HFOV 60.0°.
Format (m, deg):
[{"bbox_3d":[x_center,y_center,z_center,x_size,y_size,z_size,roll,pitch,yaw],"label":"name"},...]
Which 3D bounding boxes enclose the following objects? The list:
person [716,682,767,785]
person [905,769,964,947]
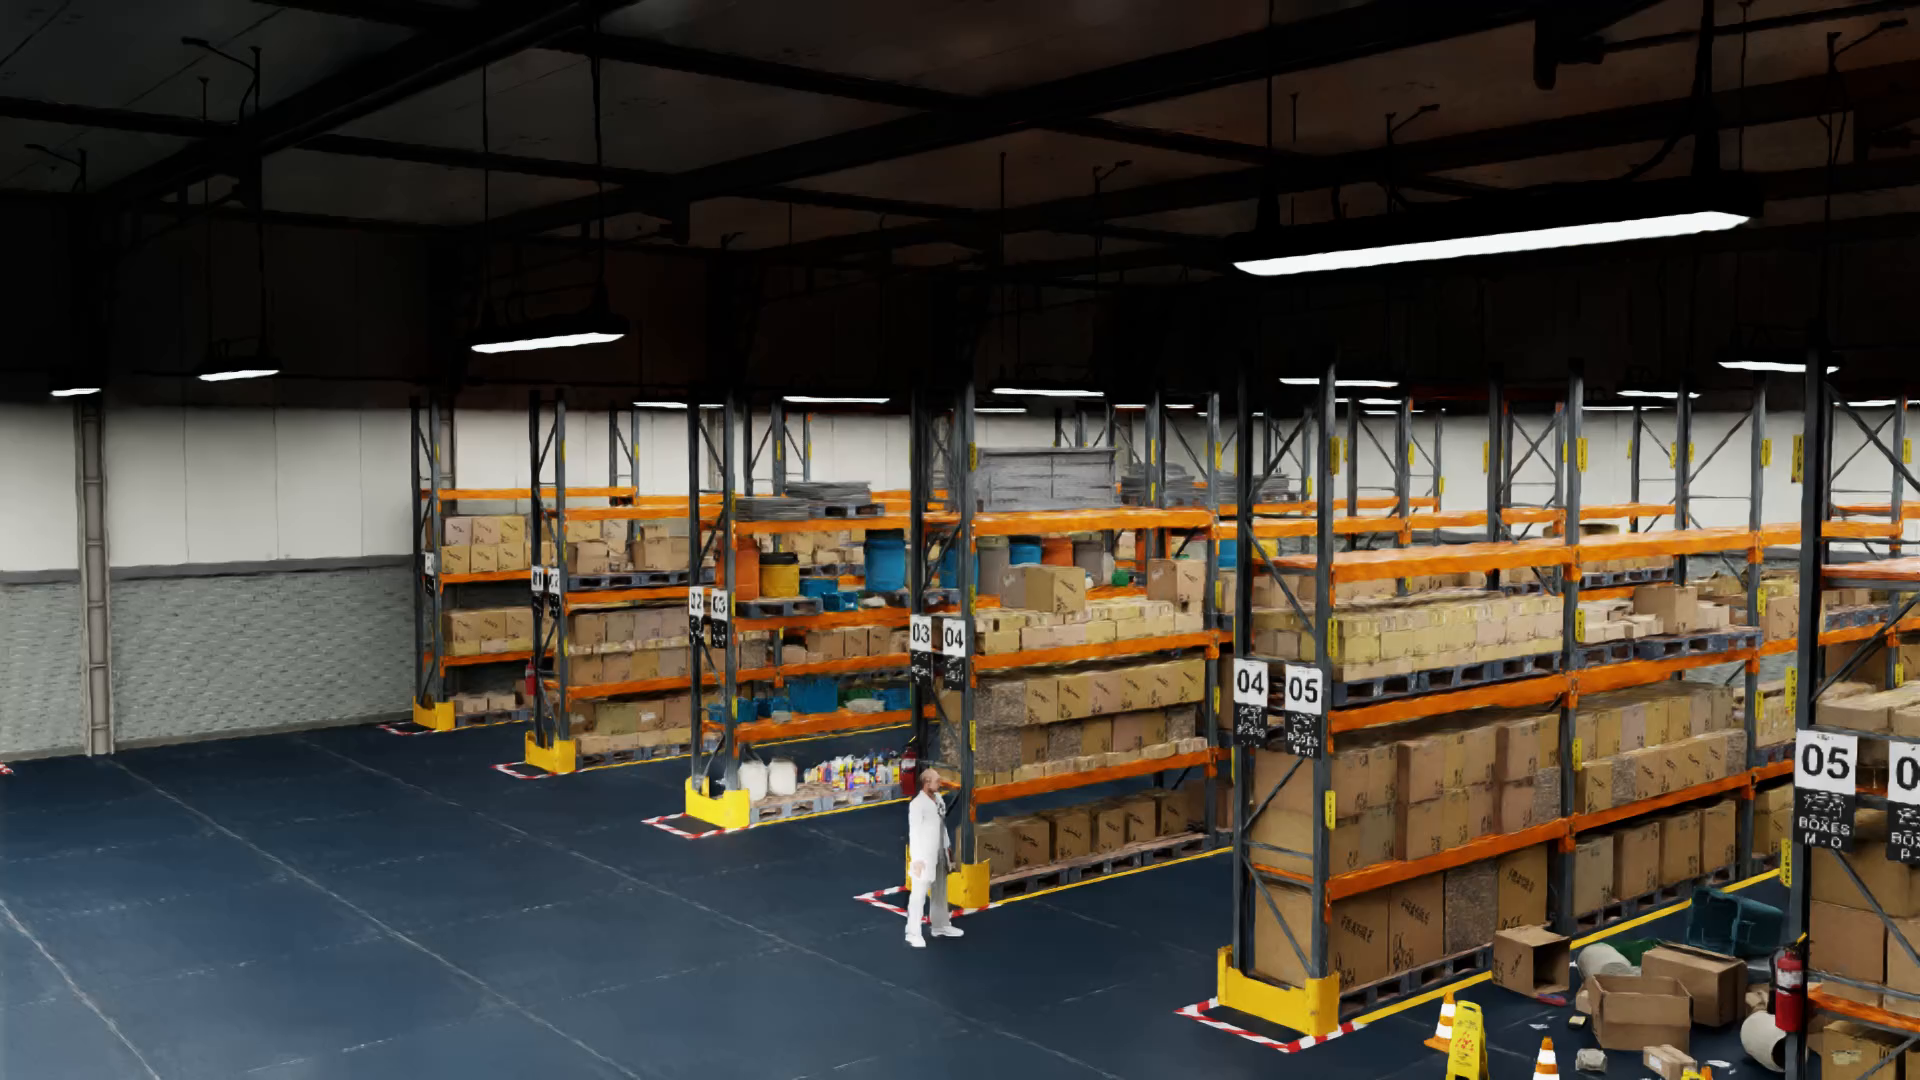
[{"bbox_3d":[-3.348,2.902,25.199,1.038,1.514,0.419,-3,5,-42],"label":"person"},{"bbox_3d":[-0.273,3.242,17.110,0.523,1.785,0.635,2,4,29],"label":"person"}]
